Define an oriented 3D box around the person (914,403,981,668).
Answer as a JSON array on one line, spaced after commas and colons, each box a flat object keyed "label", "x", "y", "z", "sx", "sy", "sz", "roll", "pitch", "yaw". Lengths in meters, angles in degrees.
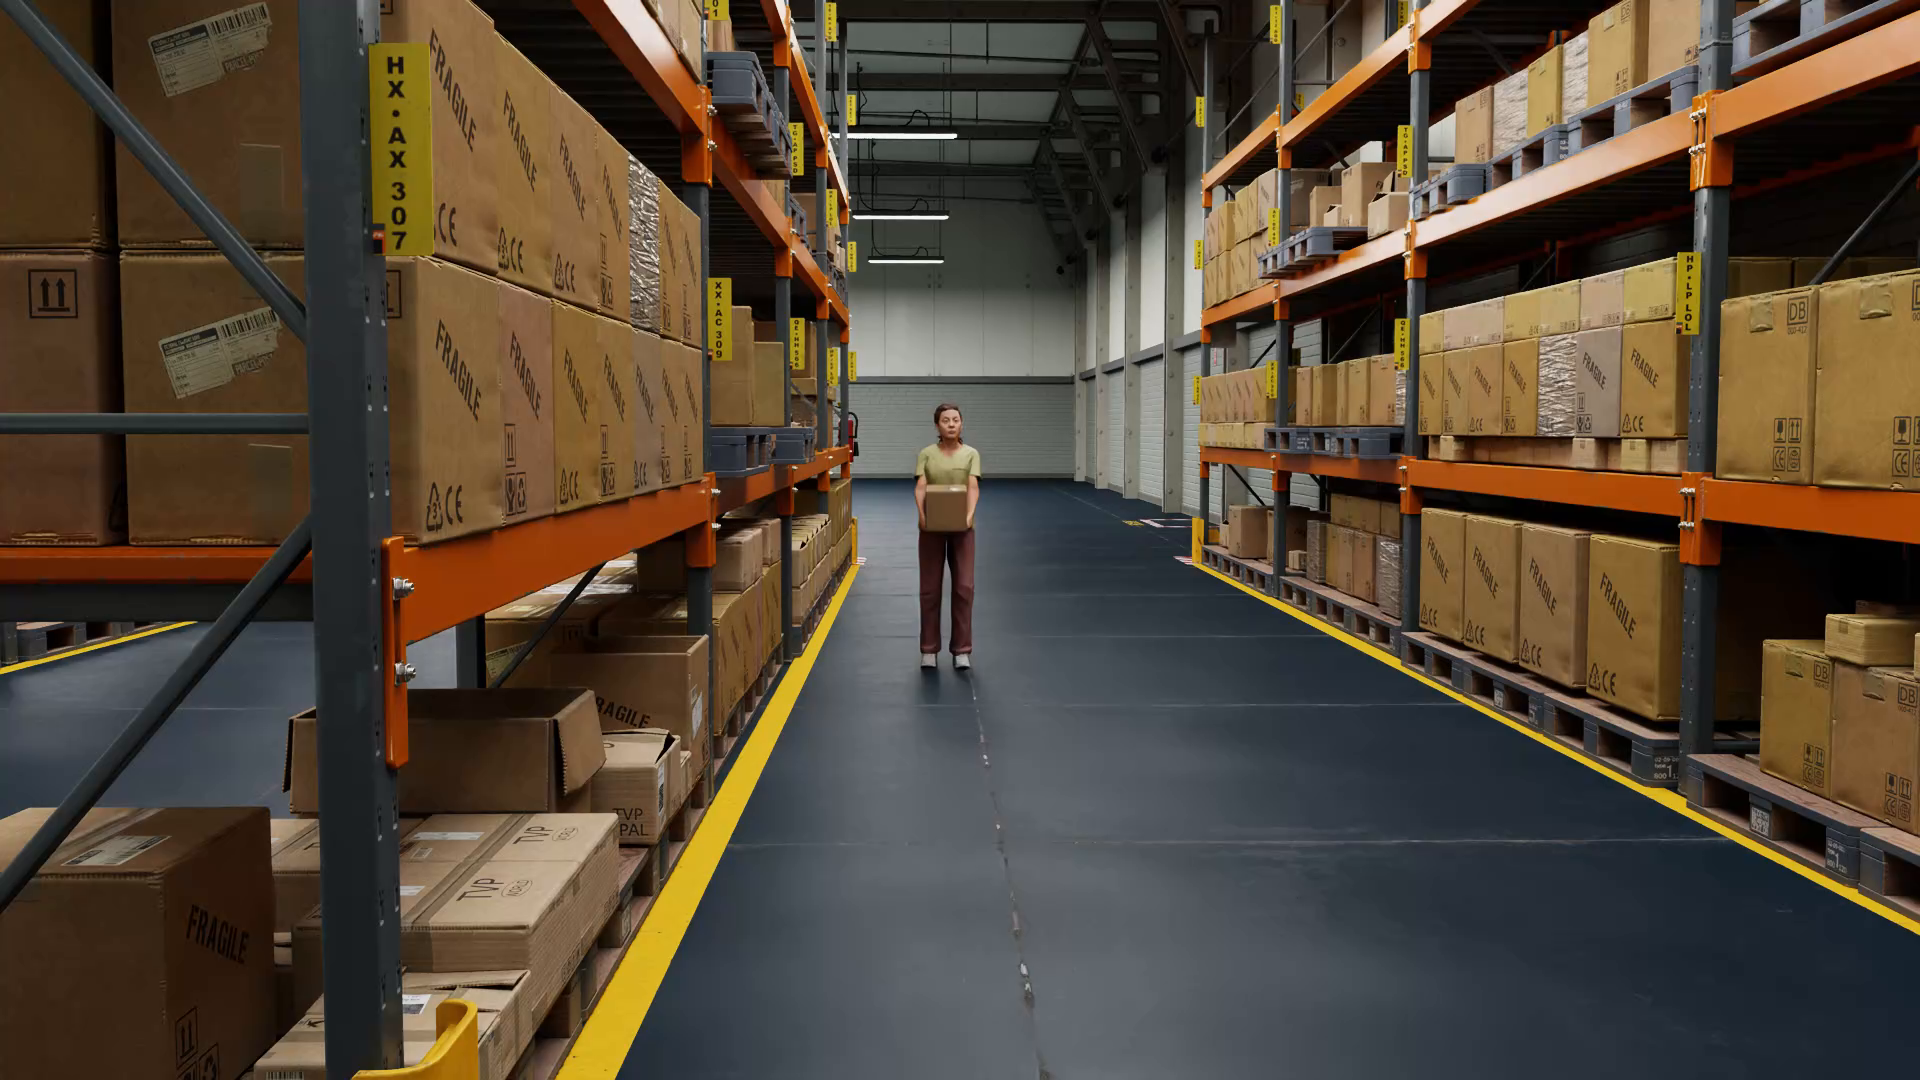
[{"label": "person", "x": -0.079, "y": -0.030, "z": 10.489, "sx": 0.426, "sy": 1.667, "sz": 0.544, "roll": 0, "pitch": 4, "yaw": 0}]
